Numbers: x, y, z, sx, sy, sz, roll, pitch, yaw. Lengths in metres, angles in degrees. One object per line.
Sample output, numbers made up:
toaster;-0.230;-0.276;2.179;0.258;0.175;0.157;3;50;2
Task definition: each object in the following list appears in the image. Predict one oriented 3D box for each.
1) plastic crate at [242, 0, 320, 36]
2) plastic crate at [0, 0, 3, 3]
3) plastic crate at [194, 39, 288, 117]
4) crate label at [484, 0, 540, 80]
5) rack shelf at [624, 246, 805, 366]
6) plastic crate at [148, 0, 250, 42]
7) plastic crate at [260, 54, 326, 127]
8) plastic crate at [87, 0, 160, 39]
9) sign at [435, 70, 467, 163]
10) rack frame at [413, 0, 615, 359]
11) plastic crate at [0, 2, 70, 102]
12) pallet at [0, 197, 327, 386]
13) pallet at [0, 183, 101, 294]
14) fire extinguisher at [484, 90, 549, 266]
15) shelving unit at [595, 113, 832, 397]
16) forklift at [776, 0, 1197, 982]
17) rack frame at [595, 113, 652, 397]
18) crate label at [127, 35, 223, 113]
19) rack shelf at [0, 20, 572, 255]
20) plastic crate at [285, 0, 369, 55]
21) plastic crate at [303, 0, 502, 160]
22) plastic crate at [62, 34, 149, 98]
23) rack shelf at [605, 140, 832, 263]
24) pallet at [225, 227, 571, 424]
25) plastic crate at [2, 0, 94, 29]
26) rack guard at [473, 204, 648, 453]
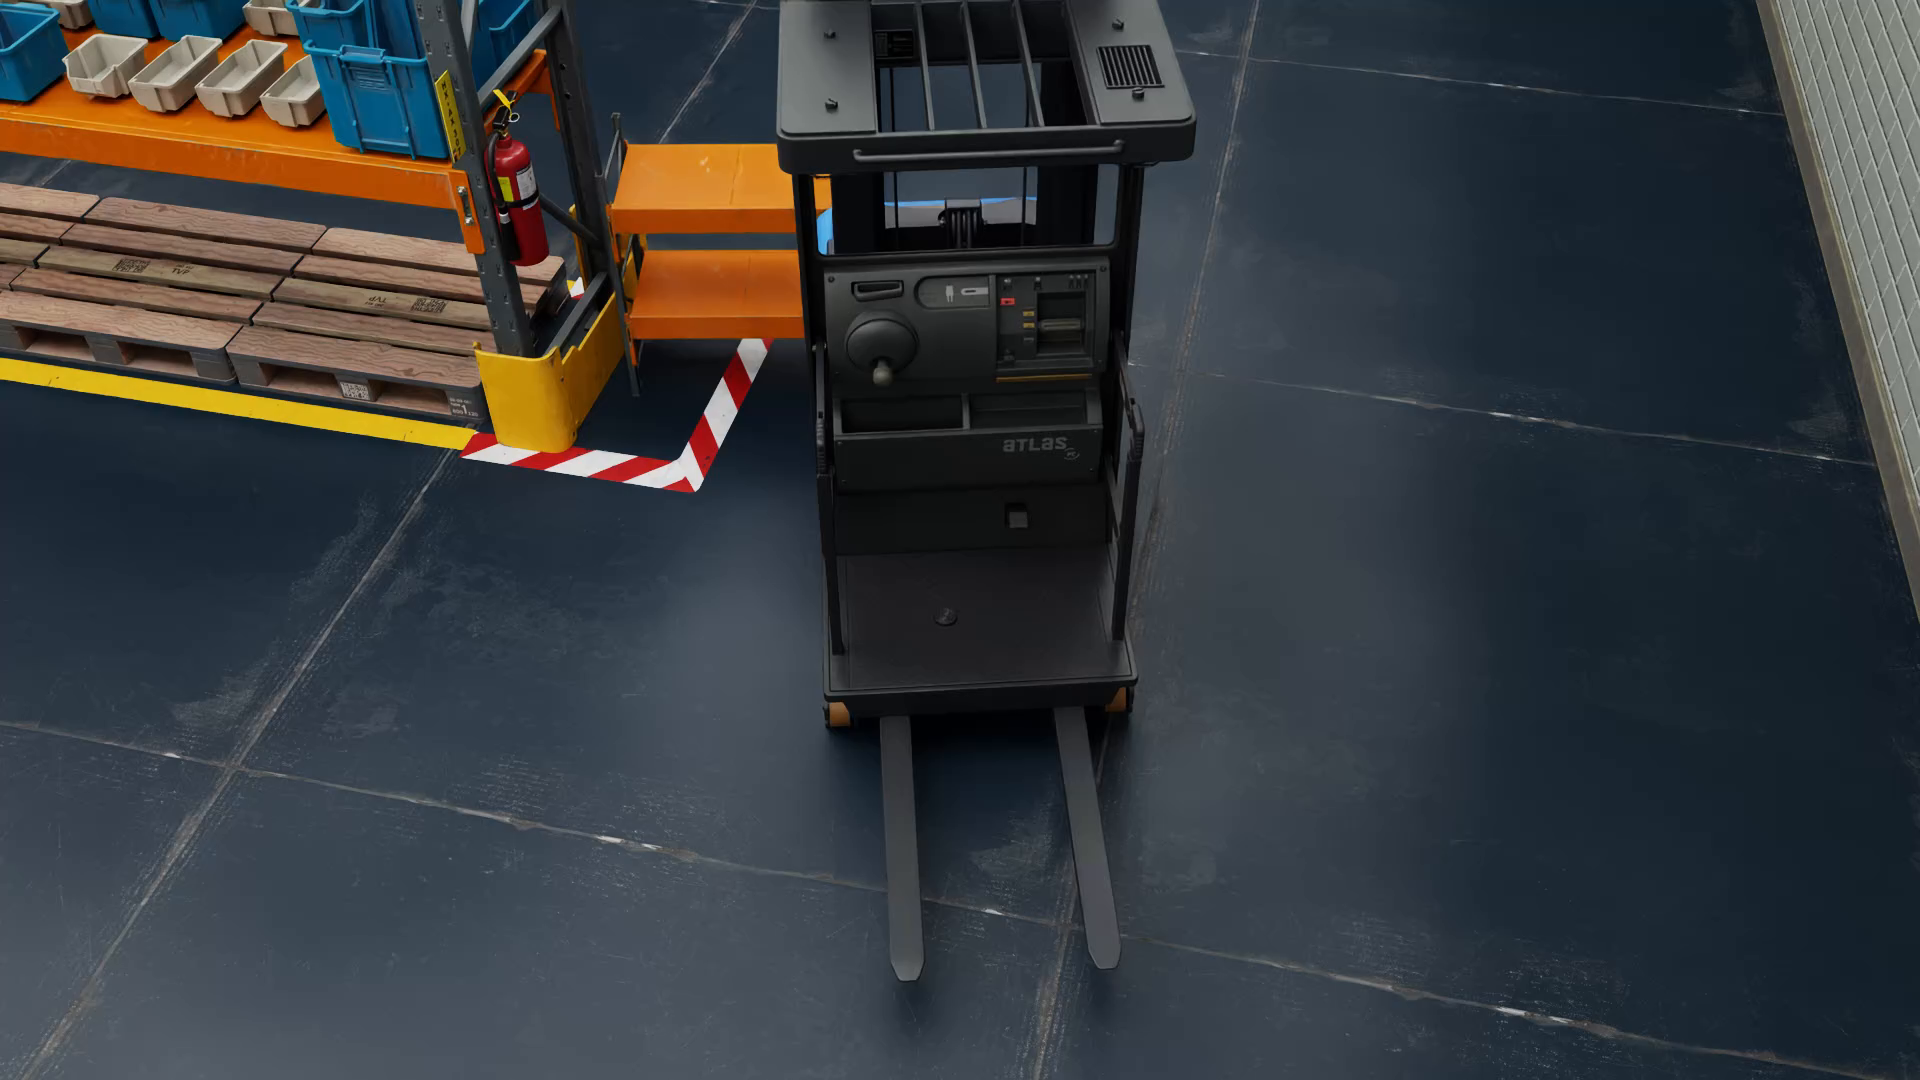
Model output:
plastic crate;-2.880;-2.254;7.076;0.298;0.136;0.250;9;45;9
plastic crate;-4.208;-2.089;6.799;0.530;0.282;0.437;9;45;9
plastic crate;-2.869;-1.841;6.647;0.243;0.136;0.396;9;45;9
crate label;-1.923;-2.081;6.827;0.303;0.233;0.416;9;45;9
rack shelf;-0.936;-1.044;7.376;1.000;0.278;0.538;0;44;0
plastic crate;-3.208;-2.281;7.034;0.300;0.233;0.416;9;45;9
plastic crate;-2.590;-1.787;6.591;0.243;0.136;0.396;9;45;9
plastic crate;-3.501;-2.326;7.081;0.300;0.233;0.416;9;45;9
sign;-1.858;-1.544;6.073;0.005;0.325;0.100;9;45;9
rack frame;-1.754;-1.860;6.519;0.127;3.000;1.000;9;45;9
plastic crate;-3.814;-1.959;6.699;0.300;0.233;0.416;9;45;9
pallet;-3.737;-1.193;7.837;1.213;0.211;1.003;9;45;9
pallet;-4.932;-1.376;8.027;1.213;0.211;1.003;9;45;9
fire extinguisher;-1.706;-1.367;6.332;0.183;0.674;0.296;9;45;9
shelving unit;-0.936;-1.220;7.207;1.048;1.125;0.538;0;44;0
forklift;0.043;-0.621;5.281;1.130;2.935;3.031;-3;44;-3
rack frame;-1.445;-1.218;7.204;0.032;1.125;0.500;0;44;0
crate label;-3.146;-1.867;6.673;0.243;0.136;0.396;9;45;9
rack shelf;-3.706;-1.904;7.083;4.000;0.370;1.077;9;45;9
plastic crate;-2.566;-2.181;6.930;0.300;0.233;0.416;9;45;9
plastic crate;-2.122;-1.819;6.408;0.499;0.435;0.616;9;45;9
plastic crate;-3.439;-1.899;6.707;0.250;0.136;0.298;9;45;9
rack shelf;-0.936;-1.431;7.004;1.000;0.278;0.538;0;44;0
pallet;-2.550;-1.006;7.643;1.213;0.211;1.003;9;45;9
plastic crate;-3.893;-2.332;7.157;0.466;0.136;0.293;9;45;9
rack guard;-1.728;-0.964;7.391;0.348;0.500;1.175;9;45;9
